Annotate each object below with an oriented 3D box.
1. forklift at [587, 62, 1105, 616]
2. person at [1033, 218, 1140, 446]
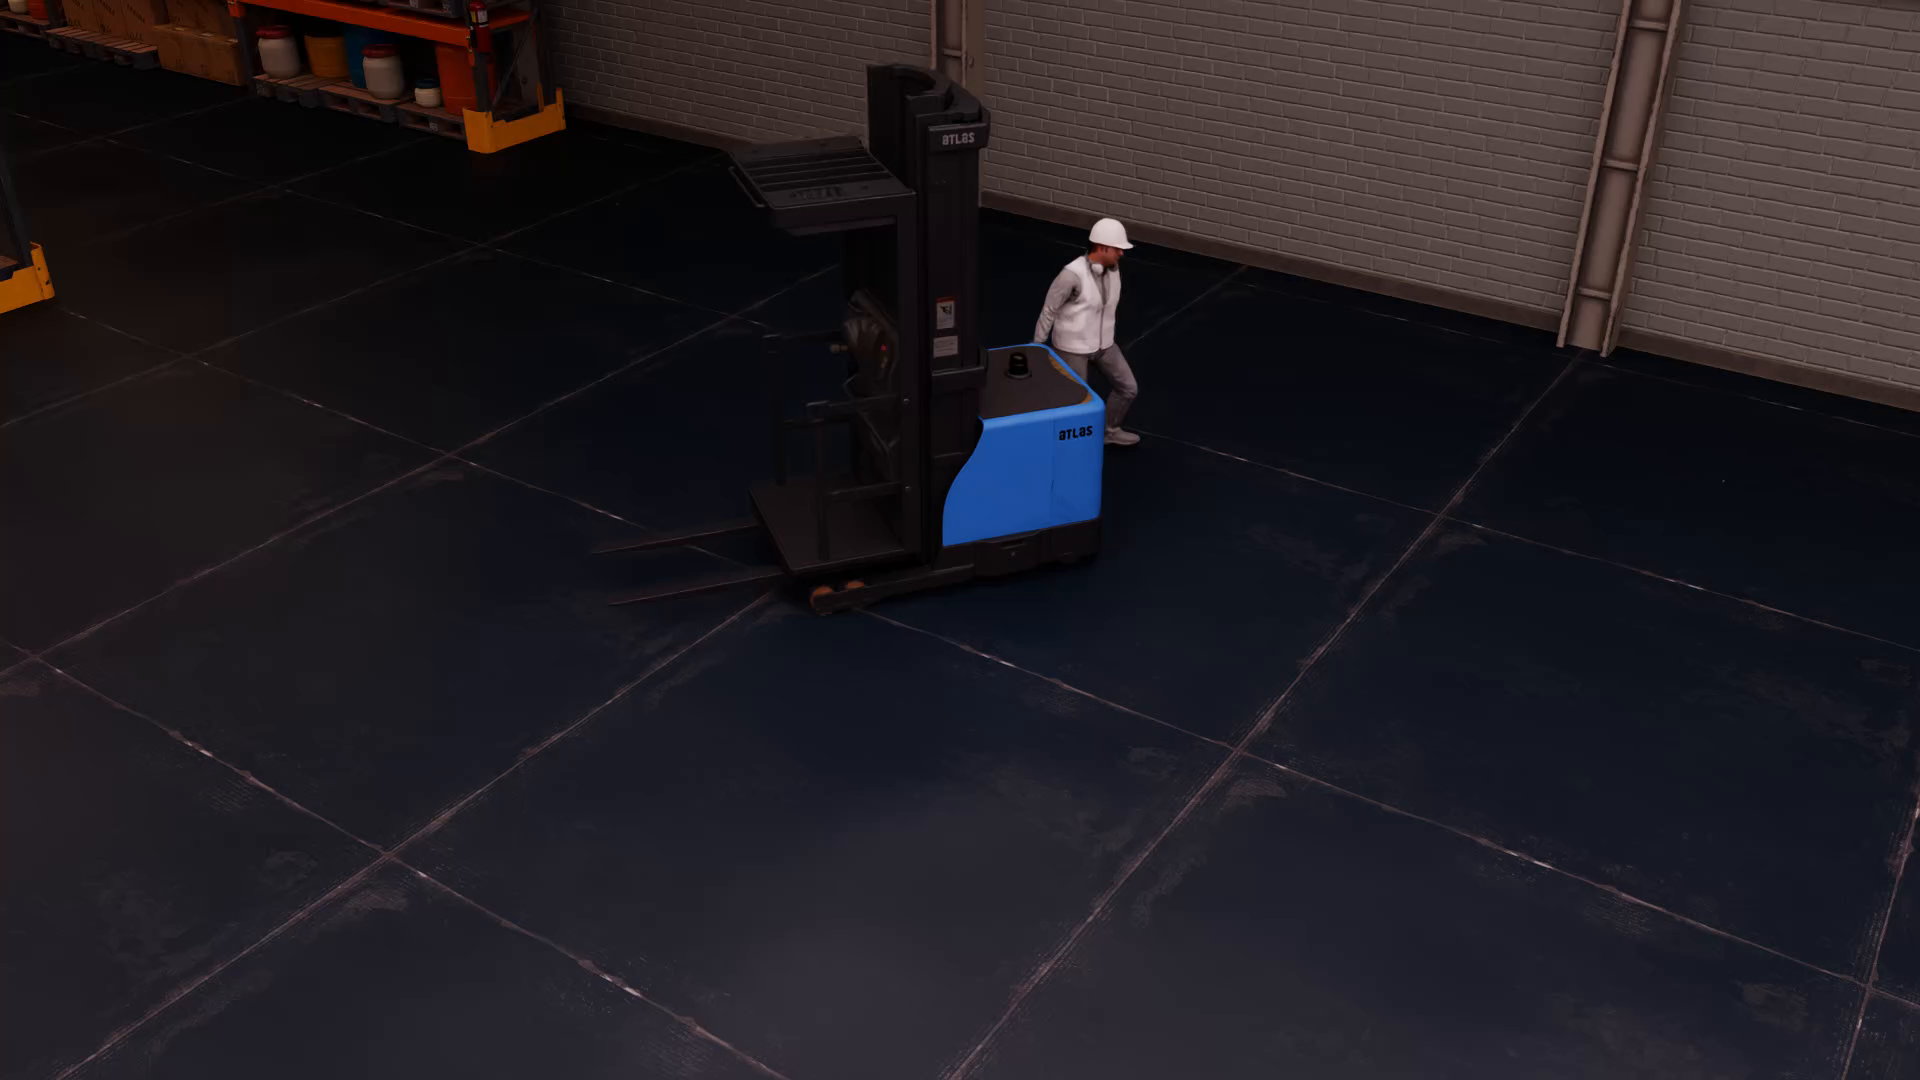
[{"bbox_3d":[-0.701,-1.124,9.517,3.031,2.935,1.130,-10,32,-17],"label":"forklift"},{"bbox_3d":[0.852,-1.299,11.037,0.850,1.743,0.486,-22,37,-32],"label":"person"}]
